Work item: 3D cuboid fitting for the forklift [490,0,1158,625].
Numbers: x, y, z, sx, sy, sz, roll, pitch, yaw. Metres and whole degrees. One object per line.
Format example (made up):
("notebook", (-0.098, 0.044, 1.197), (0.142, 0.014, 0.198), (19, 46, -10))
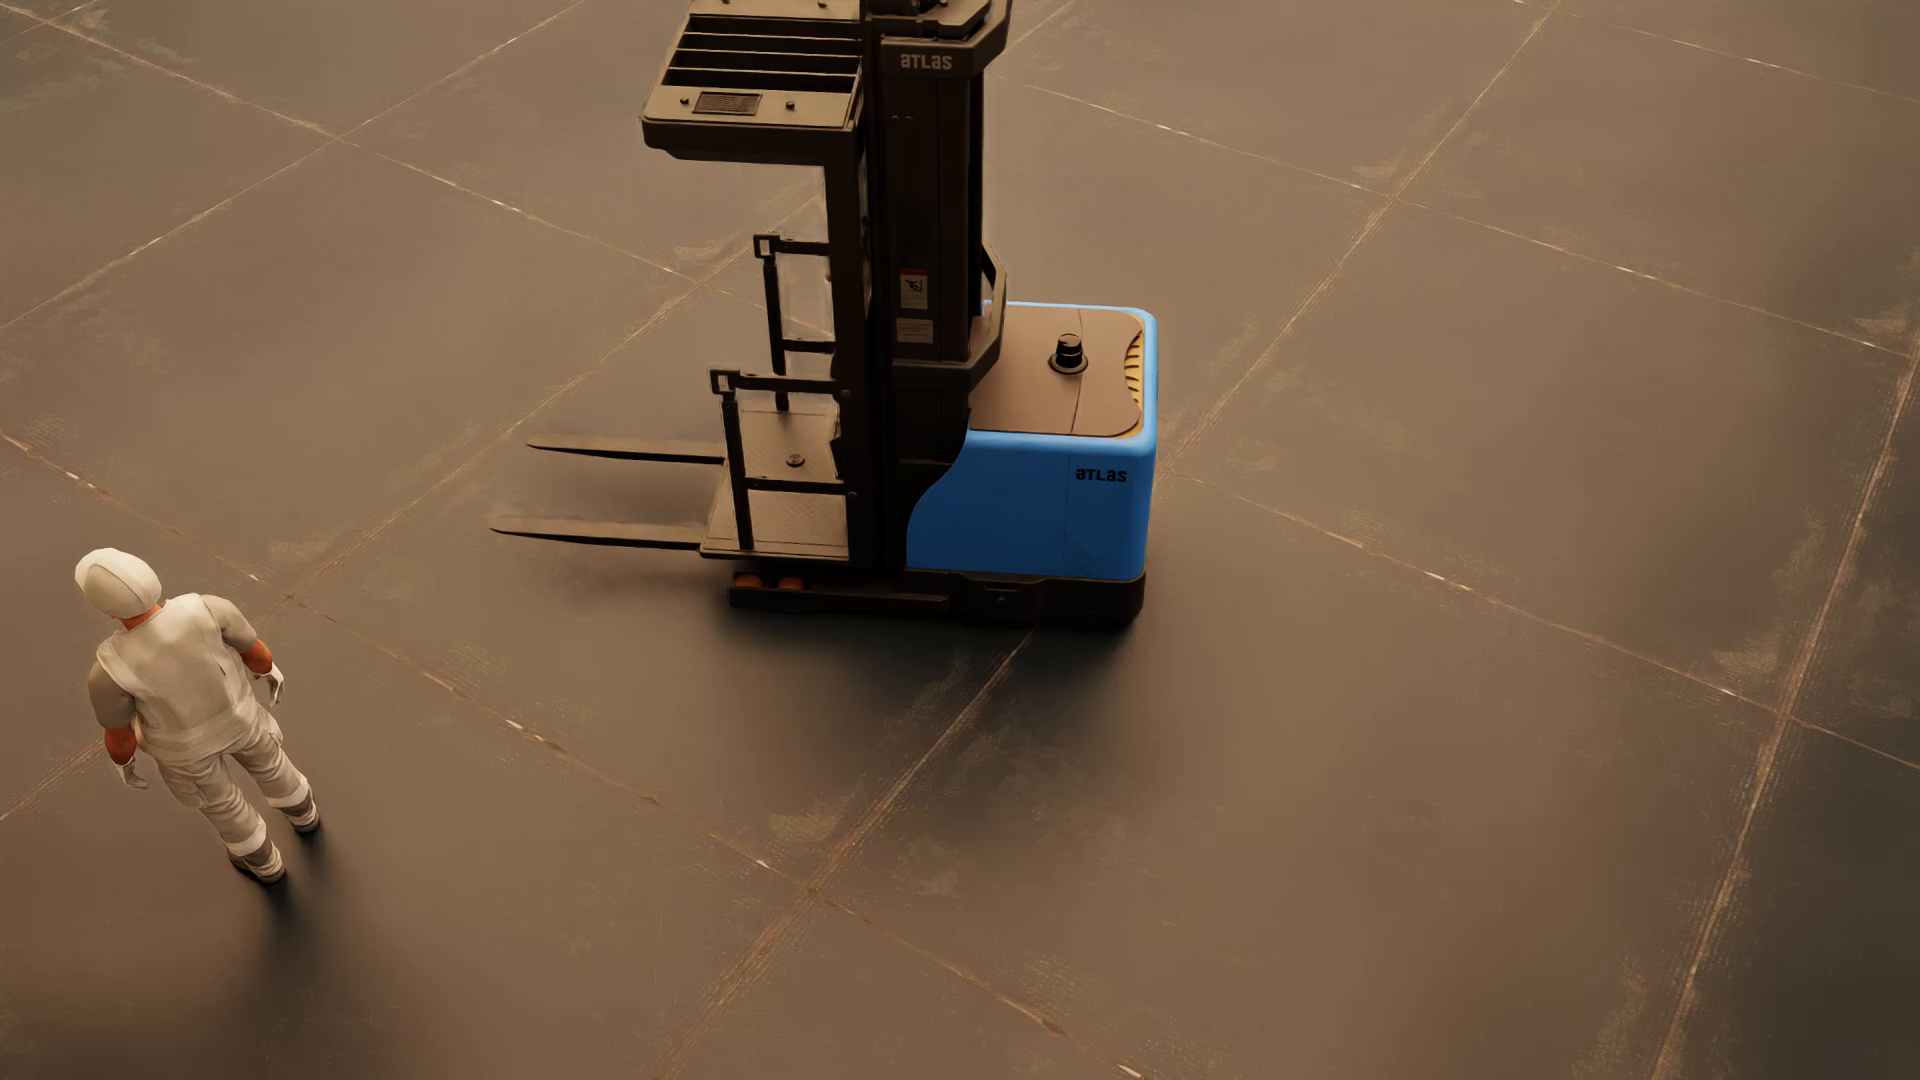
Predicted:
("forklift", (-0.645, -1.093, 7.001), (3.031, 2.935, 1.130), (3, 44, 4))

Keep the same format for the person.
("person", (-2.770, 0.622, 6.012), (0.637, 1.786, 0.566), (-34, 53, -31))
